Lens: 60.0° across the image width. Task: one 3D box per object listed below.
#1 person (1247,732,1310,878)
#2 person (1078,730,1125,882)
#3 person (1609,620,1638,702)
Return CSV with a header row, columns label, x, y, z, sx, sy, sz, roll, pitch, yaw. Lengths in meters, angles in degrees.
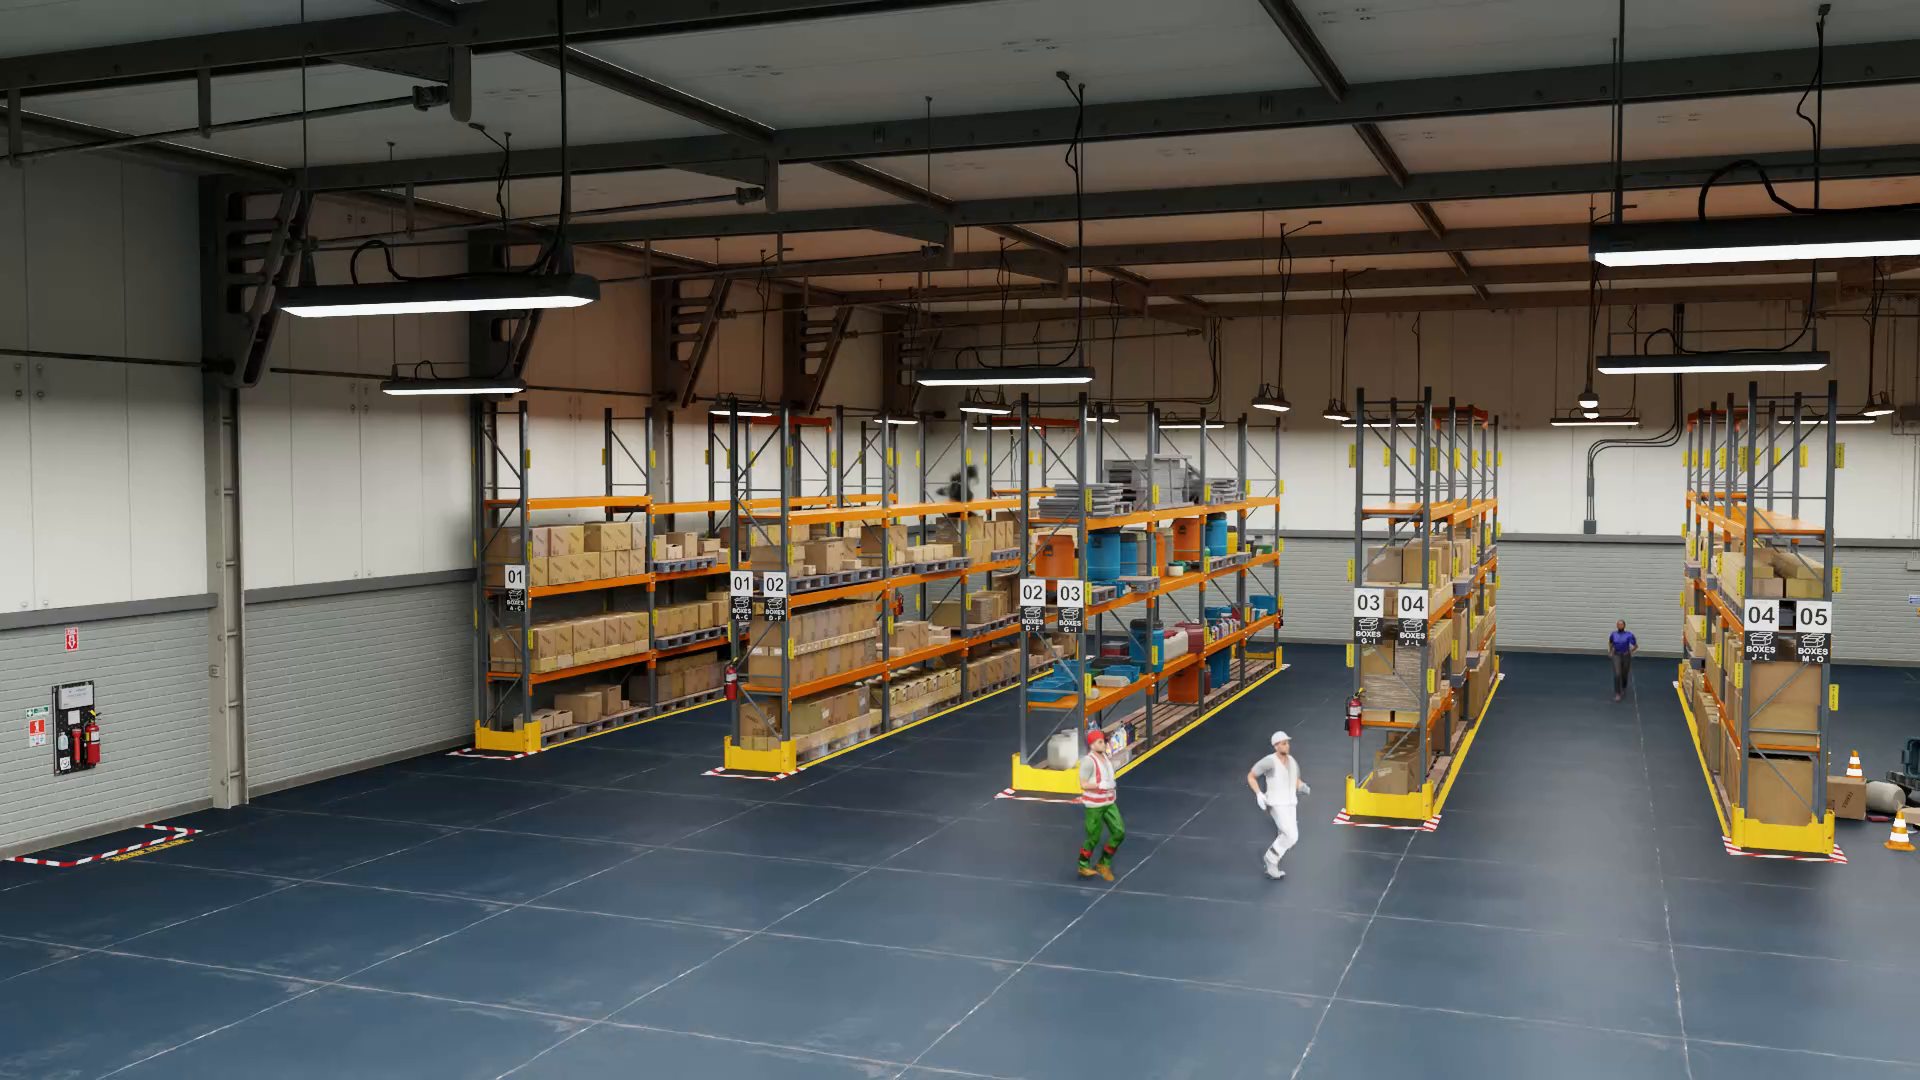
label,x,y,z,sx,sy,sz,roll,pitch,yaw
person,3.843,3.147,19.692,0.649,1.742,0.642,-2,4,-39
person,1.677,3.155,19.670,0.635,1.809,0.681,-2,4,-41
person,13.797,2.495,34.610,0.573,1.691,0.803,1,3,26
